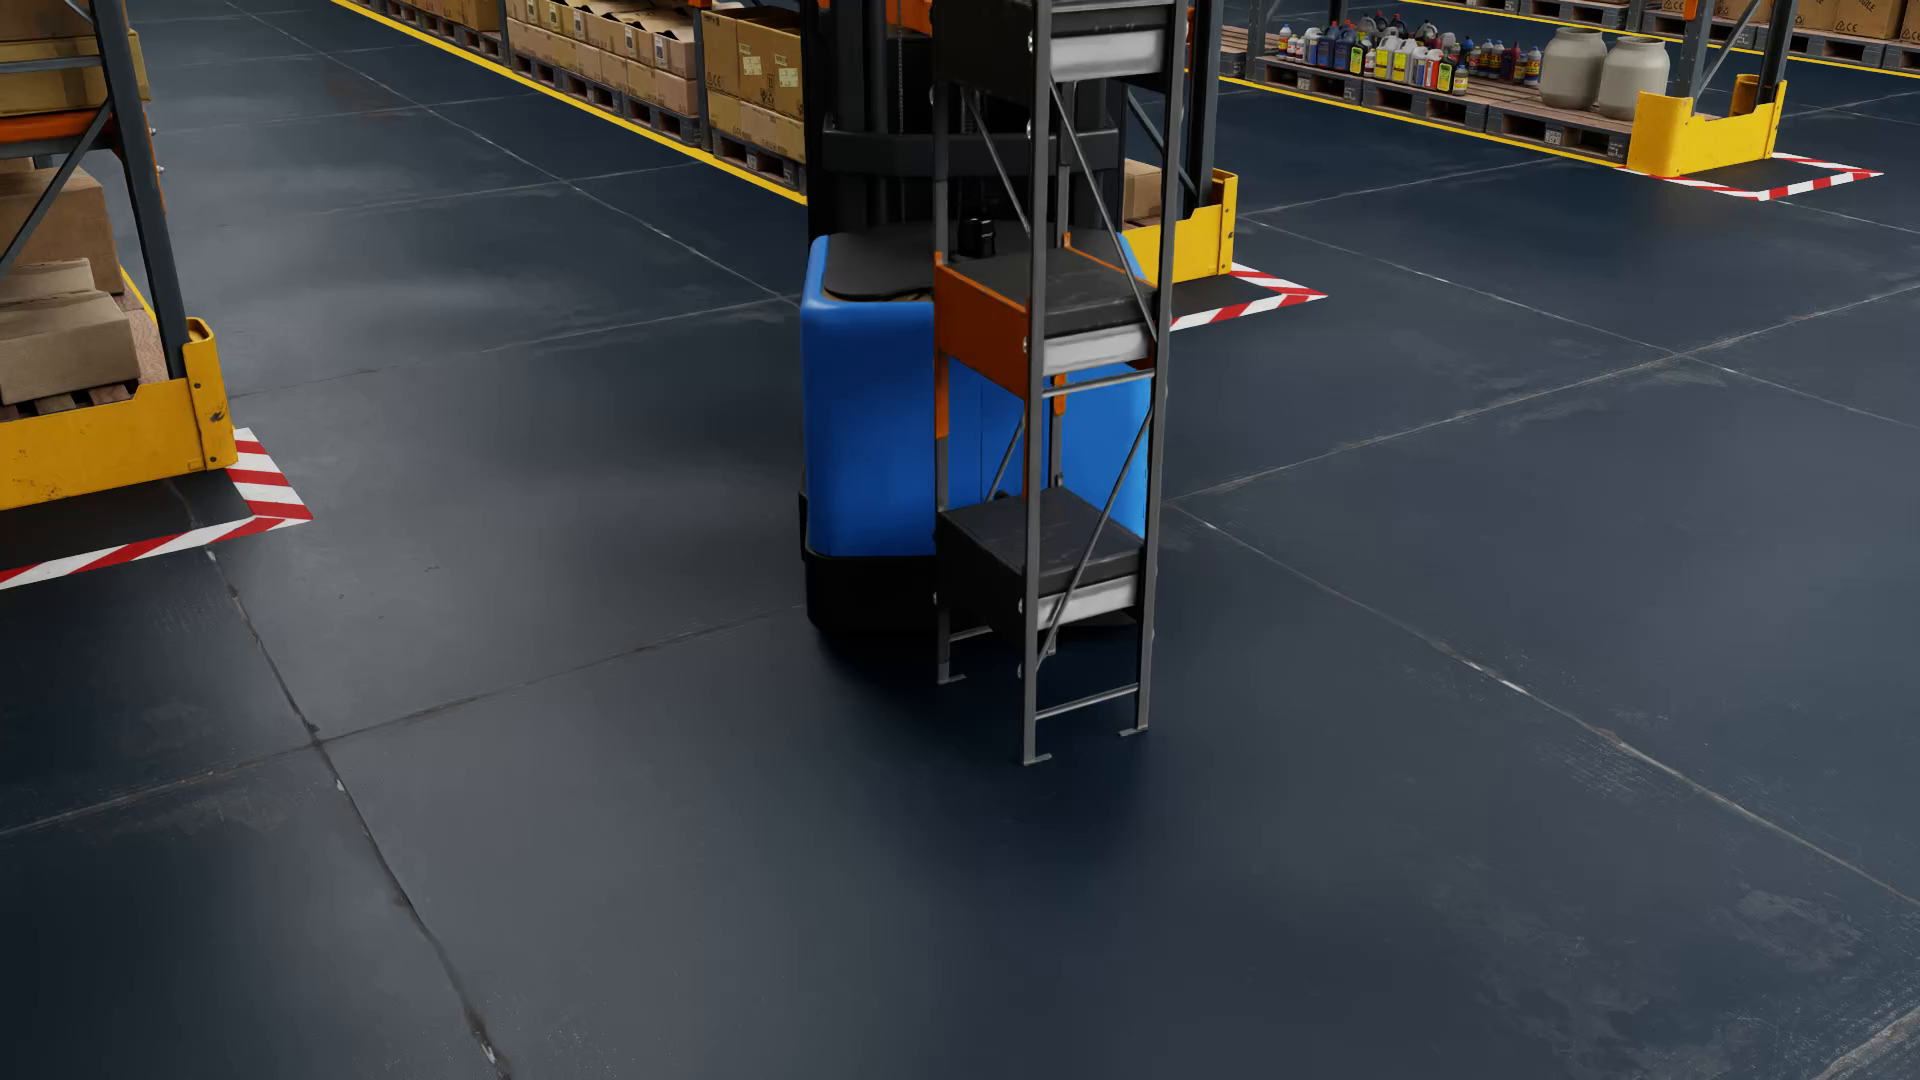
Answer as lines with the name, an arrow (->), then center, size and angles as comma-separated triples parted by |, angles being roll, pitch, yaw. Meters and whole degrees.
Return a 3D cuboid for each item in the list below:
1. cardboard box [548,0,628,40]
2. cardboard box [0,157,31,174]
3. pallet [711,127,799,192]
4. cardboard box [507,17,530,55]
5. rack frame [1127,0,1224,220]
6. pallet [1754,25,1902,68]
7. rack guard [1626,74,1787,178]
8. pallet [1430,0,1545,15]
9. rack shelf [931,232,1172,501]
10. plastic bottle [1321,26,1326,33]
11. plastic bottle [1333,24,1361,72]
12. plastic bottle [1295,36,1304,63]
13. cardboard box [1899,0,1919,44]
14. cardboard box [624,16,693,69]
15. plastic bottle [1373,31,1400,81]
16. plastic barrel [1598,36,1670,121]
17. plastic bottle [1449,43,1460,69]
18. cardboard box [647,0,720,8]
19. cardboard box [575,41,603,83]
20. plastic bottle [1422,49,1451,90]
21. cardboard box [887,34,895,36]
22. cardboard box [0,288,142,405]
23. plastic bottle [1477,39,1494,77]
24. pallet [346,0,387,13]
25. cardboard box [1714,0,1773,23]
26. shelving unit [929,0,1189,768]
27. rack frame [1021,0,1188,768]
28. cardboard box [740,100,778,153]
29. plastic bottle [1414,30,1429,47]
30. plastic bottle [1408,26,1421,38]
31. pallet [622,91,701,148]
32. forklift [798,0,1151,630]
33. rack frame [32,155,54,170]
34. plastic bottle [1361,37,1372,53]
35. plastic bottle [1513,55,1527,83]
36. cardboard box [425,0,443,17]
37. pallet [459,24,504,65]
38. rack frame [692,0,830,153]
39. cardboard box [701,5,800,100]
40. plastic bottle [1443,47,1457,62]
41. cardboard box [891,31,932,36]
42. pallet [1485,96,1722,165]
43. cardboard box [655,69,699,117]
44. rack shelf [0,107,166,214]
cardboard box -> -2.901, -4.139, 13.076 | 0.500, 0.311, 0.500 | -16, 30, -31
cardboard box -> -4.876, -1.684, 8.216 | 0.500, 0.500, 0.500 | -18, 31, -33
pallet -> -0.929, -2.578, 10.963 | 1.003, 0.211, 1.213 | -16, 29, -30
cardboard box -> -3.472, -4.254, 13.977 | 0.500, 0.250, 0.500 | -16, 29, -30
rack frame -> 0.856, -2.702, 7.960 | 1.000, 3.000, 0.127 | -16, 29, -30
pallet -> 8.041, -4.510, 15.057 | 1.003, 0.211, 1.213 | -16, 29, -30
rack guard -> 4.927, -2.741, 10.971 | 1.175, 0.500, 0.348 | -16, 29, -30
pallet -> 5.878, -5.894, 17.988 | 1.003, 0.211, 1.213 | -16, 29, -30
rack shelf -> 0.226, -0.462, 4.301 | 0.431, 0.518, 0.480 | -13, 28, -26
plastic bottle -> 2.919, -3.956, 13.283 | 0.061, 0.283, 0.133 | -16, 29, -30
plastic bottle -> 3.020, -3.834, 12.945 | 0.144, 0.351, 0.185 | -17, 30, -32
plastic bottle -> 2.742, -3.930, 13.325 | 0.097, 0.201, 0.097 | 0, 25, 0
cardboard box -> 8.476, -4.502, 14.209 | 0.500, 0.500, 0.500 | -8, 26, -16
cardboard box -> -2.078, -3.596, 11.925 | 0.500, 0.311, 0.500 | -15, 29, -28
plastic bottle -> 3.252, -3.682, 12.623 | 0.144, 0.351, 0.185 | -16, 30, -30
plastic barrel -> 4.585, -3.138, 11.305 | 0.421, 0.512, 0.421 | 0, 25, 0
plastic bottle -> 3.871, -3.777, 13.000 | 0.097, 0.201, 0.097 | 0, 25, 0
cardboard box -> -2.185, -4.088, 12.969 | 0.500, 0.311, 0.500 | -15, 29, -28
cardboard box -> -2.628, -3.707, 12.817 | 0.500, 0.250, 0.500 | -15, 29, -29
plastic bottle -> 3.523, -3.474, 12.270 | 0.152, 0.276, 0.135 | -15, 29, -29
cardboard box -> -0.516, -2.644, 9.687 | 0.500, 0.500, 0.500 | -16, 29, -30
cardboard box -> -3.595, -0.798, 6.561 | 0.500, 0.311, 0.500 | -19, 32, -35
plastic bottle -> 4.038, -3.700, 12.754 | 0.097, 0.271, 0.097 | 0, 25, 0
pallet -> -6.069, -5.979, 18.168 | 1.003, 0.211, 1.213 | -16, 29, -30
cardboard box -> 7.478, -5.144, 15.569 | 0.500, 0.500, 0.500 | -6, 26, -13
shelving unit -> 0.226, -0.475, 4.296 | 0.431, 2.100, 0.503 | -13, 28, -26
rack frame -> 0.342, -0.383, 4.102 | 0.400, 2.100, 0.015 | -13, 28, -26
cardboard box -> -1.060, -2.663, 10.606 | 0.500, 0.250, 0.500 | -16, 29, -30
plastic bottle -> 3.627, -3.876, 13.113 | 0.061, 0.283, 0.133 | -16, 29, -30
plastic bottle -> 3.646, -3.976, 13.325 | 0.061, 0.283, 0.133 | -13, 28, -26
pallet -> -1.763, -3.126, 12.125 | 1.003, 0.211, 1.213 | -16, 29, -30
forklift -> 0.008, -1.640, 5.791 | 1.130, 2.935, 3.031 | -1, 25, -2
rack frame -> -5.476, -2.977, 8.543 | 1.000, 3.000, 0.127 | -16, 29, -30
plastic bottle -> 3.132, -3.754, 12.869 | 0.097, 0.271, 0.097 | 0, 25, 0
plastic bottle -> 4.223, -3.547, 12.512 | 0.097, 0.201, 0.097 | 0, 25, 0
cardboard box -> -4.793, -5.283, 15.841 | 0.500, 0.500, 0.500 | -17, 30, -31
pallet -> -3.887, -4.578, 15.201 | 1.003, 0.211, 1.213 | -16, 29, -30
rack frame -> -1.328, -4.133, 10.991 | 1.000, 3.000, 0.127 | -16, 29, -30
cardboard box -> -1.337, -3.180, 10.822 | 0.500, 0.500, 0.500 | -16, 29, -30
plastic bottle -> 3.612, -3.502, 12.321 | 0.061, 0.283, 0.133 | -16, 29, -30
cardboard box -> -0.067, -2.768, 9.951 | 0.500, 0.500, 0.500 | -16, 29, -30
pallet -> 4.488, -2.902, 11.650 | 1.003, 0.211, 1.213 | -16, 29, -30
cardboard box -> -1.797, -3.160, 11.659 | 0.500, 0.250, 0.500 | -16, 30, -30
rack shelf -> -4.384, -1.936, 7.181 | 1.077, 0.370, 4.000 | -16, 29, -30
